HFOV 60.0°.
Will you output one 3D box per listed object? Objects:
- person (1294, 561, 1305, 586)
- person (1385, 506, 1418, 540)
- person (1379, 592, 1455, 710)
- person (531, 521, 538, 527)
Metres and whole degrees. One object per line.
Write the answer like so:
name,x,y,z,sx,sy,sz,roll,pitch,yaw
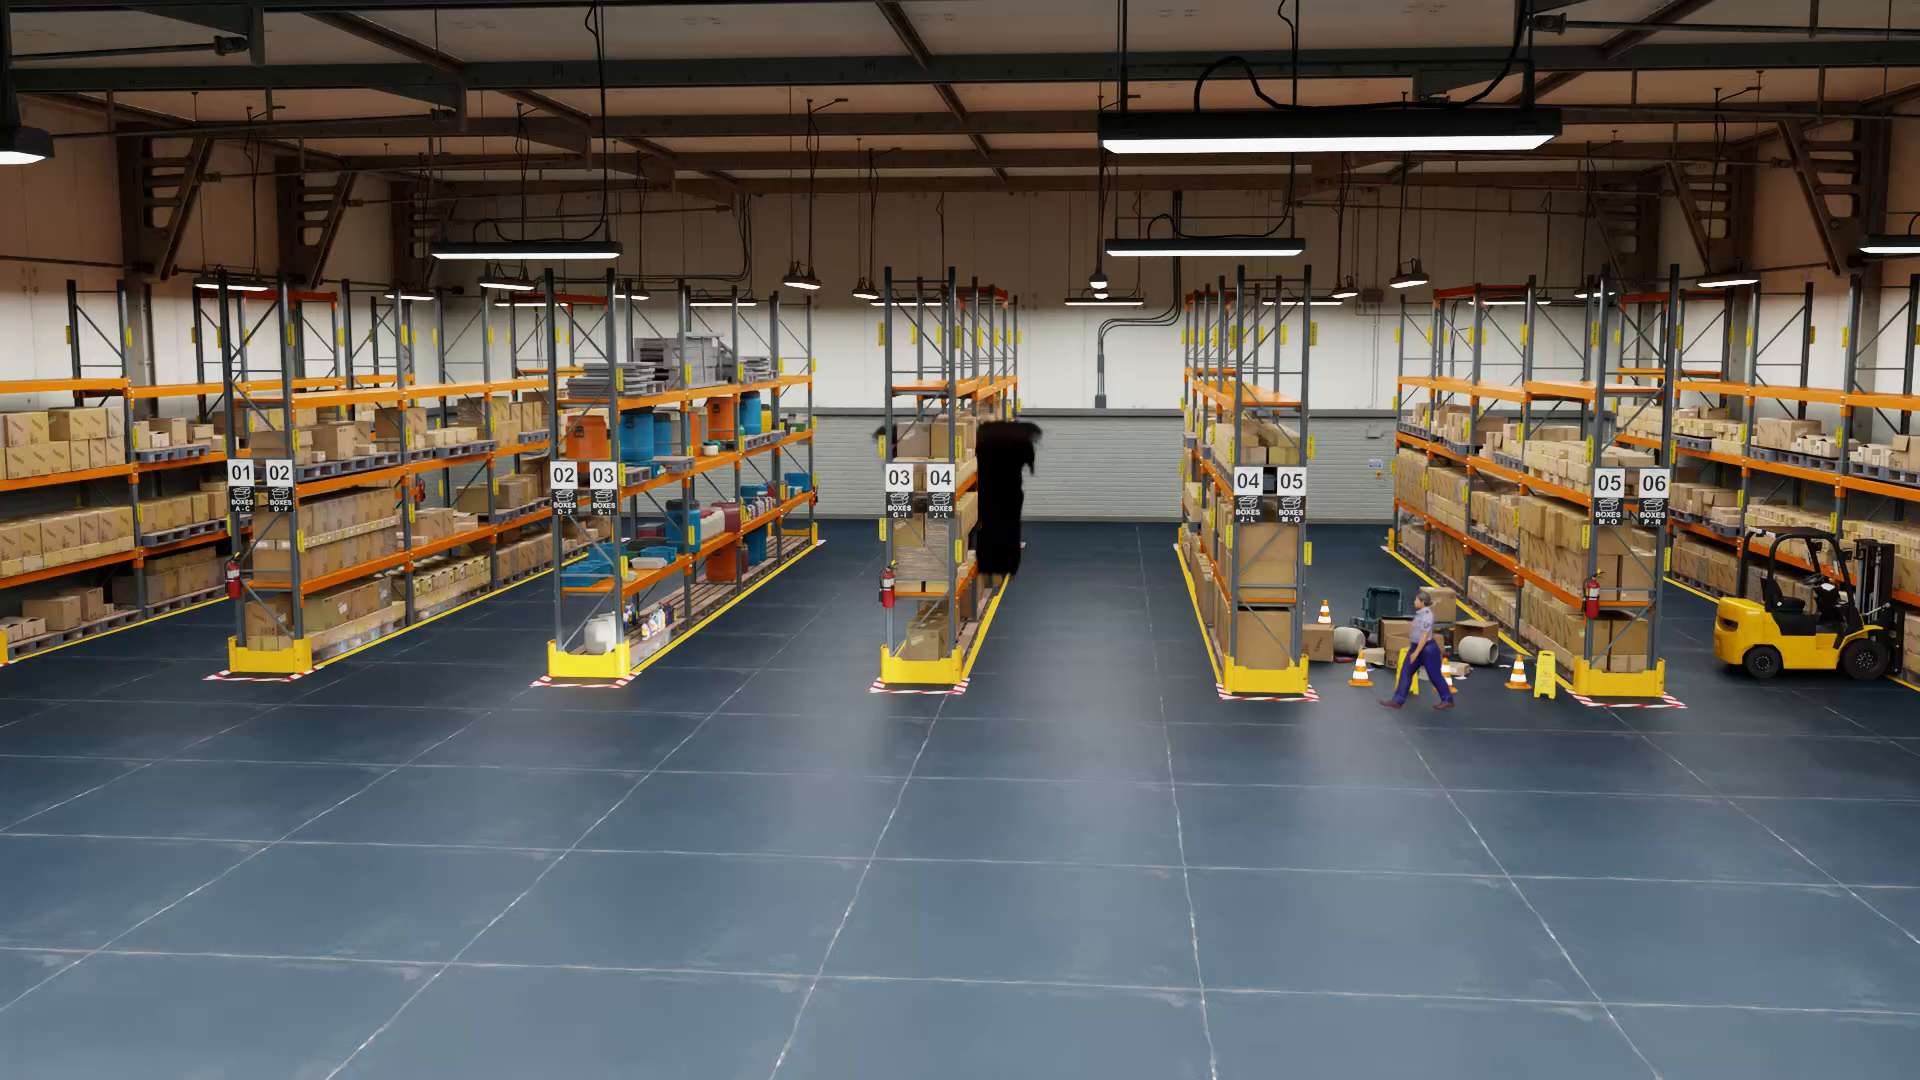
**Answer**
person,6.759,0.164,33.391,0.354,1.629,0.481,3,8,26
person,10.986,-0.822,40.894,1.014,1.713,0.621,1,7,5
person,6.166,1.492,22.289,0.961,1.599,0.469,-2,7,-18
person,-11.118,-1.025,42.522,0.849,1.816,0.689,1,7,11
